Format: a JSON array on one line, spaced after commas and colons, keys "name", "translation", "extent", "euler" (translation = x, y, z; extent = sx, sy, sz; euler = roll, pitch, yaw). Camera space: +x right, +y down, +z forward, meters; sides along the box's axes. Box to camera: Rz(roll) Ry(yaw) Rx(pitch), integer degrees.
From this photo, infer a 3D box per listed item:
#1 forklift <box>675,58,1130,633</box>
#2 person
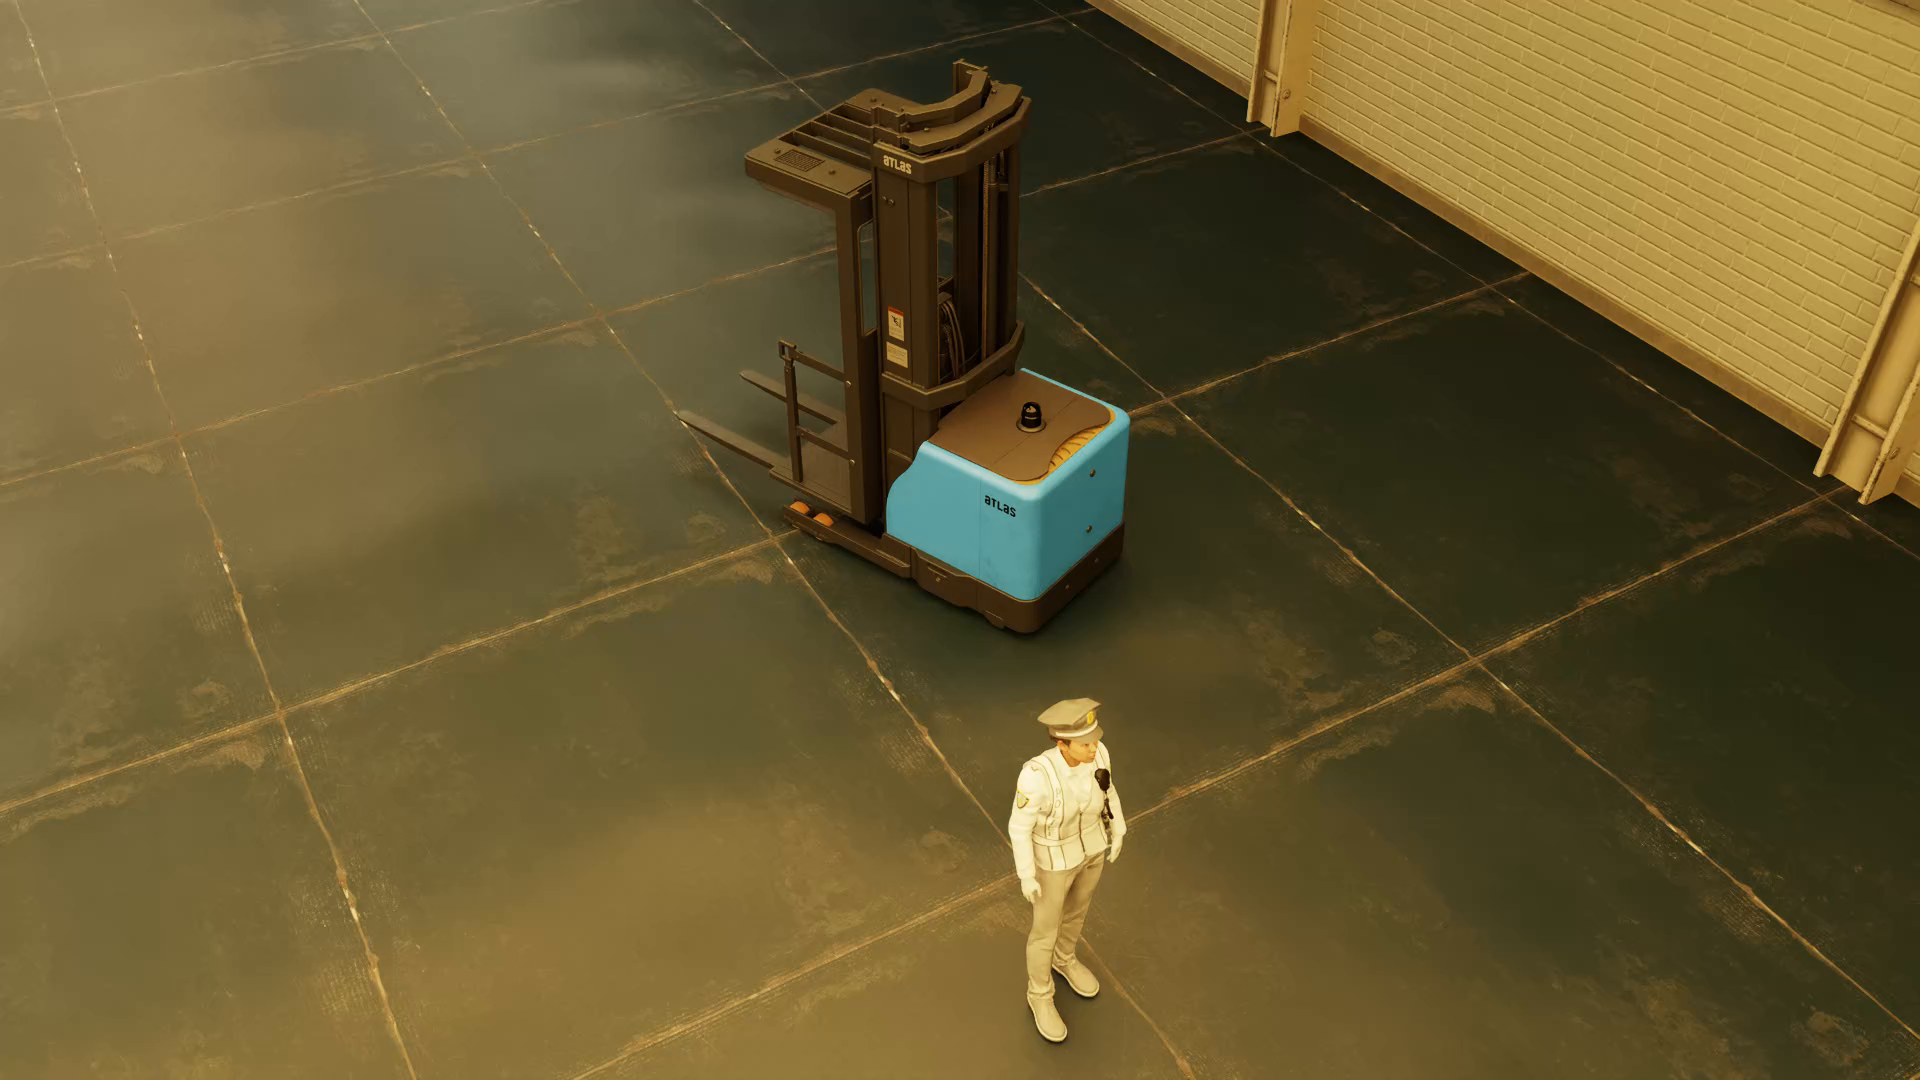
[{"name": "forklift", "translation": [-0.481, -1.366, 9.683], "extent": [3.031, 2.935, 1.130], "euler": [26, 46, 28]}, {"name": "person", "translation": [0.511, 1.408, 7.296], "extent": [0.587, 1.696, 0.534], "euler": [-23, 45, -26]}]
